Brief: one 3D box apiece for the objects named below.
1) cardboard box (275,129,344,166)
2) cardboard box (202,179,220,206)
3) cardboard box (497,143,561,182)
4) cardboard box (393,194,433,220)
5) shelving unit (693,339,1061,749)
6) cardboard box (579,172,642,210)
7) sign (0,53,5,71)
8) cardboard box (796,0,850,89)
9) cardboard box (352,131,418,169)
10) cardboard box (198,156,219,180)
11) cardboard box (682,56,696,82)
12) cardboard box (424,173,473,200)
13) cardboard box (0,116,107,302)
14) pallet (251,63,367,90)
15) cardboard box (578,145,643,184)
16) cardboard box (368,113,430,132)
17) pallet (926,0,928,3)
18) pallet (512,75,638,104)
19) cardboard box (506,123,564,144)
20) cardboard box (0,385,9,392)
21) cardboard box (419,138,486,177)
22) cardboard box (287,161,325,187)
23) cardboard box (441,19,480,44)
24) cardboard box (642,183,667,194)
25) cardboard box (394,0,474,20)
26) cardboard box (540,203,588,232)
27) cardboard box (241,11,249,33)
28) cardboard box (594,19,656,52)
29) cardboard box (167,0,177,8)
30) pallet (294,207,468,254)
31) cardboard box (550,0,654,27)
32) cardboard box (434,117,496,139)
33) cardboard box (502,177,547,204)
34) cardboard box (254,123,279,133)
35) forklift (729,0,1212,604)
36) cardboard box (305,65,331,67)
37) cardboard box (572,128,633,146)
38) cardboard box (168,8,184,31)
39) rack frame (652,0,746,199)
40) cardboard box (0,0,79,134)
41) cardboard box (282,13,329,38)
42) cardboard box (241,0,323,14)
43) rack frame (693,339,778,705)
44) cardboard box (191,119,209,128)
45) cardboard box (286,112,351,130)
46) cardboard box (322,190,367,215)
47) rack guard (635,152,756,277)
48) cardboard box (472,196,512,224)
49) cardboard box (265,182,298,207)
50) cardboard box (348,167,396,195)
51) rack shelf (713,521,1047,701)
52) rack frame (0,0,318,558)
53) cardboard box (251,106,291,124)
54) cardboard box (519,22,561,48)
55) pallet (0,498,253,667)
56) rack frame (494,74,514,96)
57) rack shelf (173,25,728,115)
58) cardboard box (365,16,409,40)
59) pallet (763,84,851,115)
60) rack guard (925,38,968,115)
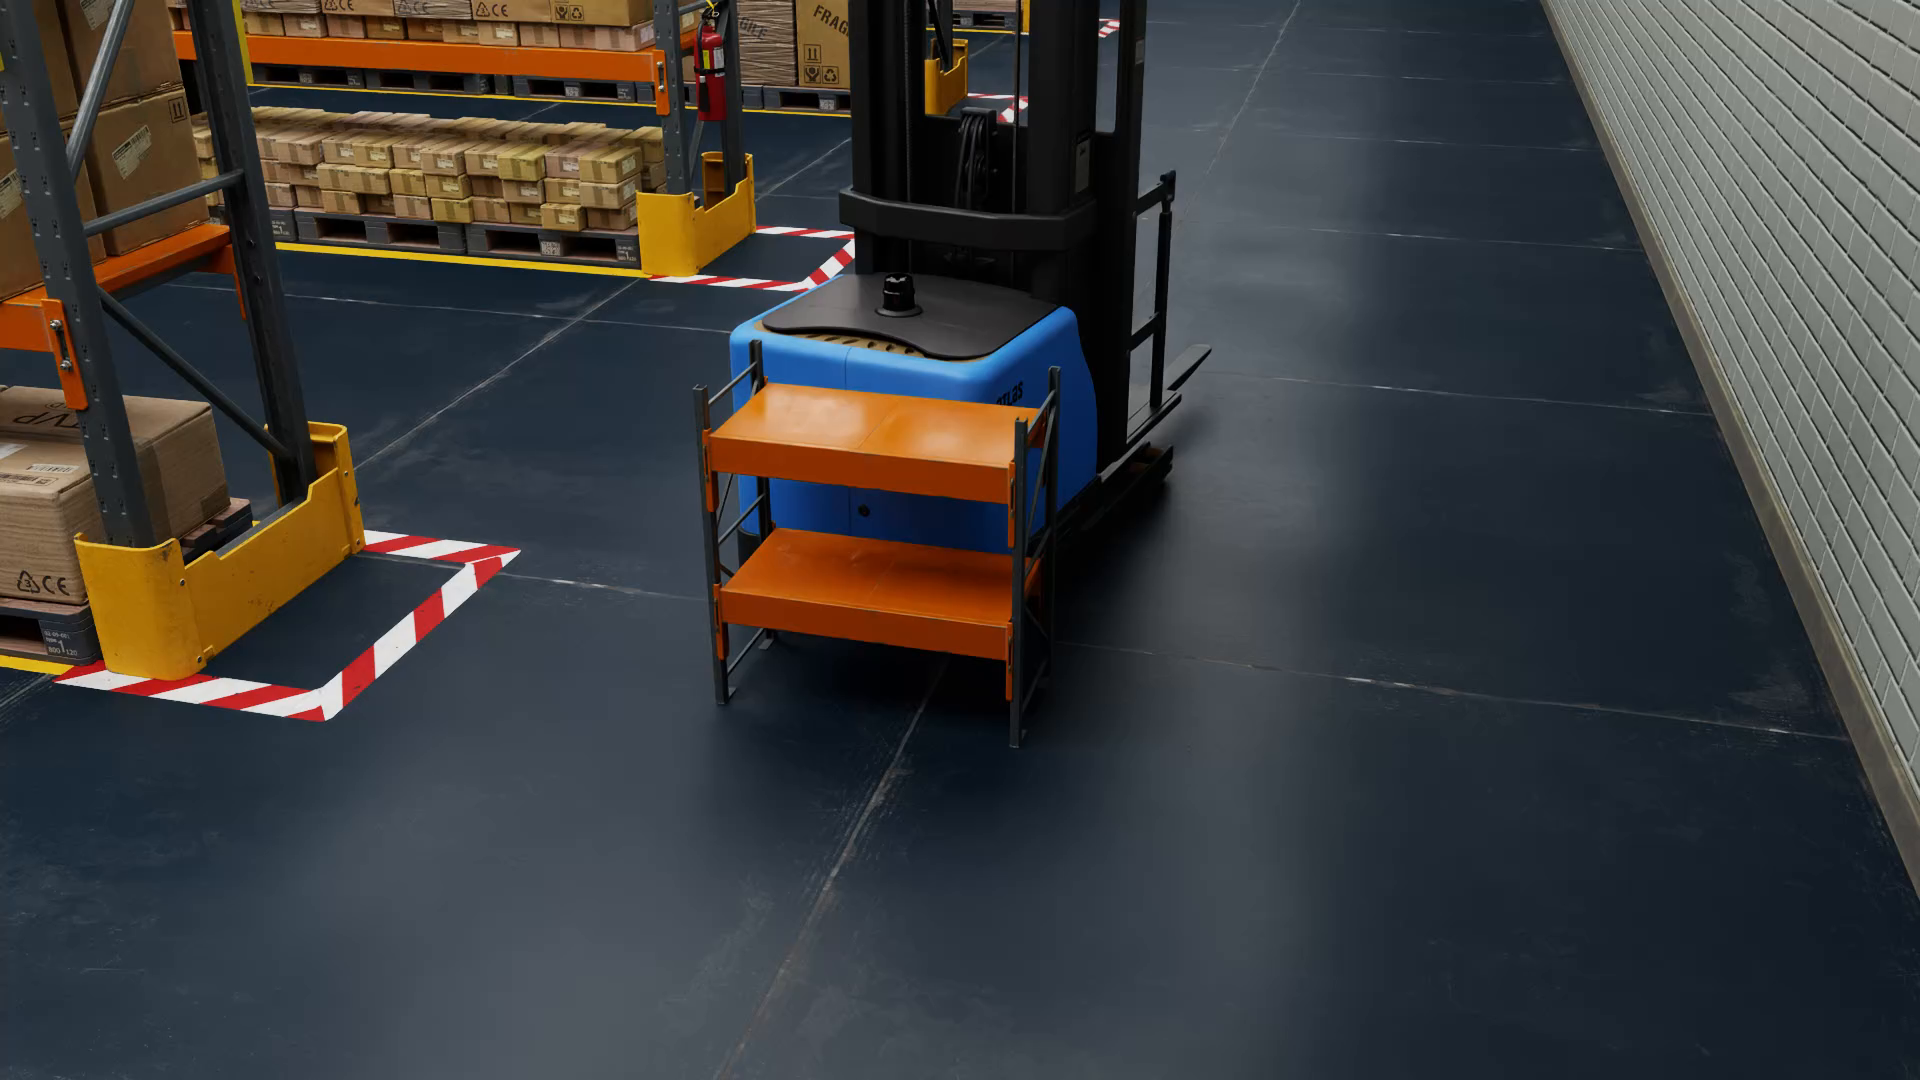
[{"bbox_3d":[-4.178,-2.534,10.718,0.250,0.149,0.380,7,26,14],"label":"cardboard box"},{"bbox_3d":[-4.924,-2.327,10.977,0.250,0.149,0.380,7,26,15],"label":"cardboard box"},{"bbox_3d":[-2.667,-2.346,10.323,0.250,0.149,0.380,6,26,12],"label":"cardboard box"},{"bbox_3d":[-3.415,-2.179,10.666,0.250,0.149,0.380,7,26,14],"label":"cardboard box"},{"bbox_3d":[-0.250,0.000,5.441,1.048,1.125,0.538,7,26,14],"label":"shelving unit"},{"bbox_3d":[-2.162,-2.172,10.305,0.250,0.149,0.380,6,26,12],"label":"cardboard box"},{"bbox_3d":[-2.863,-1.532,4.855,0.005,0.325,0.100,6,26,13],"label":"sign"},{"bbox_3d":[-0.886,-4.517,14.732,0.875,0.875,0.875,6,26,13],"label":"cardboard box"},{"bbox_3d":[-3.665,-2.496,10.639,0.250,0.149,0.380,6,26,13],"label":"cardboard box"},{"bbox_3d":[-4.915,-2.501,10.996,0.250,0.149,0.380,6,26,13],"label":"cardboard box"},{"bbox_3d":[-2.630,-4.710,15.137,0.875,0.875,0.875,6,26,13],"label":"cardboard box"},{"bbox_3d":[-3.171,-2.277,10.526,0.250,0.149,0.380,7,26,14],"label":"cardboard box"},{"bbox_3d":[-3.248,-1.113,5.482,0.500,0.500,0.500,6,26,13],"label":"cardboard box"},{"bbox_3d":[-6.072,-4.602,16.171,1.213,0.211,1.003,6,26,13],"label":"pallet"},{"bbox_3d":[-2.156,-2.320,10.270,0.250,0.149,0.380,7,26,14],"label":"cardboard box"},{"bbox_3d":[-3.763,-2.758,11.190,0.250,0.149,0.380,5,26,11],"label":"cardboard box"},{"bbox_3d":[-0.980,-6.291,19.718,1.213,0.211,1.003,6,26,13],"label":"pallet"},{"bbox_3d":[-3.404,-4.307,15.551,1.213,0.211,1.003,6,26,13],"label":"pallet"},{"bbox_3d":[-2.773,-2.618,10.896,0.250,0.149,0.380,5,26,10],"label":"cardboard box"},{"bbox_3d":[-4.267,-0.283,6.346,0.875,0.438,0.875,7,26,14],"label":"cardboard box"},{"bbox_3d":[-3.176,-2.405,10.449,0.250,0.149,0.380,7,26,15],"label":"cardboard box"},{"bbox_3d":[-4.149,-2.421,10.827,0.250,0.149,0.380,8,26,15],"label":"cardboard box"},{"bbox_3d":[-2.945,-3.123,10.112,0.250,0.149,0.380,5,26,11],"label":"cardboard box"},{"bbox_3d":[-2.008,-2.290,10.898,0.250,0.149,0.380,7,26,14],"label":"cardboard box"},{"bbox_3d":[-3.070,-3.426,9.994,0.500,0.500,0.500,6,26,13],"label":"cardboard box"},{"bbox_3d":[-2.416,-2.055,10.405,0.250,0.149,0.380,7,26,15],"label":"cardboard box"},{"bbox_3d":[-4.459,-3.311,10.508,0.250,0.149,0.380,5,26,11],"label":"cardboard box"},{"bbox_3d":[-1.966,-3.002,9.858,0.250,0.149,0.380,6,26,13],"label":"cardboard box"},{"bbox_3d":[-5.037,-3.648,10.460,0.500,0.500,0.500,6,26,12],"label":"cardboard box"},{"bbox_3d":[-3.609,-2.180,11.084,1.213,0.211,1.003,6,26,13],"label":"pallet"},{"bbox_3d":[-2.079,-3.318,9.768,0.500,0.500,0.500,7,26,14],"label":"cardboard box"},{"bbox_3d":[-3.282,-2.699,11.066,0.250,0.149,0.380,7,26,14],"label":"cardboard box"},{"bbox_3d":[-2.666,-2.227,10.421,0.250,0.149,0.380,5,26,11],"label":"cardboard box"},{"bbox_3d":[-4.663,-2.613,10.885,0.250,0.149,0.380,6,26,12],"label":"cardboard box"},{"bbox_3d":[0.278,-1.566,6.629,1.130,2.935,3.031,12,28,24],"label":"forklift"},{"bbox_3d":[-5.611,-5.066,15.885,0.875,0.875,1.225,5,26,11],"label":"cardboard box"},{"bbox_3d":[-2.300,-2.546,10.744,0.250,0.149,0.380,7,26,14],"label":"cardboard box"},{"bbox_3d":[-4.992,-3.349,10.588,0.250,0.149,0.380,7,26,15],"label":"cardboard box"},{"bbox_3d":[-1.580,-3.198,9.978,0.127,3.000,1.000,6,26,13],"label":"rack frame"},{"bbox_3d":[-3.241,-1.575,5.290,0.500,0.500,0.500,7,26,15],"label":"cardboard box"},{"bbox_3d":[-3.973,-3.225,10.328,0.250,0.149,0.380,7,26,15],"label":"cardboard box"},{"bbox_3d":[-4.077,-3.529,10.210,0.500,0.500,0.500,6,26,12],"label":"cardboard box"},{"bbox_3d":[-0.740,-0.058,5.563,0.032,1.125,0.500,7,26,14],"label":"rack frame"},{"bbox_3d":[-5.172,-2.674,11.013,0.250,0.149,0.380,7,26,15],"label":"cardboard box"},{"bbox_3d":[-4.312,-2.773,11.220,0.250,0.149,0.380,7,26,15],"label":"cardboard box"},{"bbox_3d":[-3.914,-2.234,10.780,0.250,0.149,0.380,6,26,12],"label":"cardboard box"},{"bbox_3d":[-1.653,-2.077,10.532,0.348,0.500,1.175,6,26,13],"label":"rack guard"},{"bbox_3d":[-2.893,-2.140,10.584,0.250,0.149,0.380,7,26,14],"label":"cardboard box"},{"bbox_3d":[-4.412,-2.316,10.953,0.250,0.149,0.380,6,26,12],"label":"cardboard box"},{"bbox_3d":[-3.688,-2.330,10.637,0.250,0.149,0.380,7,26,14],"label":"cardboard box"},{"bbox_3d":[-0.250,0.221,5.546,1.000,0.278,0.538,7,26,14],"label":"rack shelf"},{"bbox_3d":[-2.715,-1.126,5.626,0.127,3.000,1.000,6,26,13],"label":"rack frame"},{"bbox_3d":[-4.787,-2.857,11.396,0.250,0.149,0.380,7,26,14],"label":"cardboard box"},{"bbox_3d":[-2.444,-3.065,9.990,0.250,0.149,0.380,6,26,12],"label":"cardboard box"},{"bbox_3d":[-3.509,0.080,6.337,1.213,0.211,1.003,6,26,13],"label":"pallet"},{"bbox_3d":[-4.121,-5.680,15.191,0.127,3.000,1.000,6,26,13],"label":"rack frame"},{"bbox_3d":[-3.517,-3.087,10.582,4.000,0.370,1.077,6,26,13],"label":"rack shelf"},{"bbox_3d":[-3.453,-3.198,10.270,0.250,0.149,0.380,7,26,14],"label":"cardboard box"},{"bbox_3d":[-1.041,-4.046,15.003,1.213,0.211,1.003,6,26,13],"label":"pallet"},{"bbox_3d":[-0.223,-4.121,14.824,0.348,0.500,1.175,6,26,13],"label":"rack guard"}]
